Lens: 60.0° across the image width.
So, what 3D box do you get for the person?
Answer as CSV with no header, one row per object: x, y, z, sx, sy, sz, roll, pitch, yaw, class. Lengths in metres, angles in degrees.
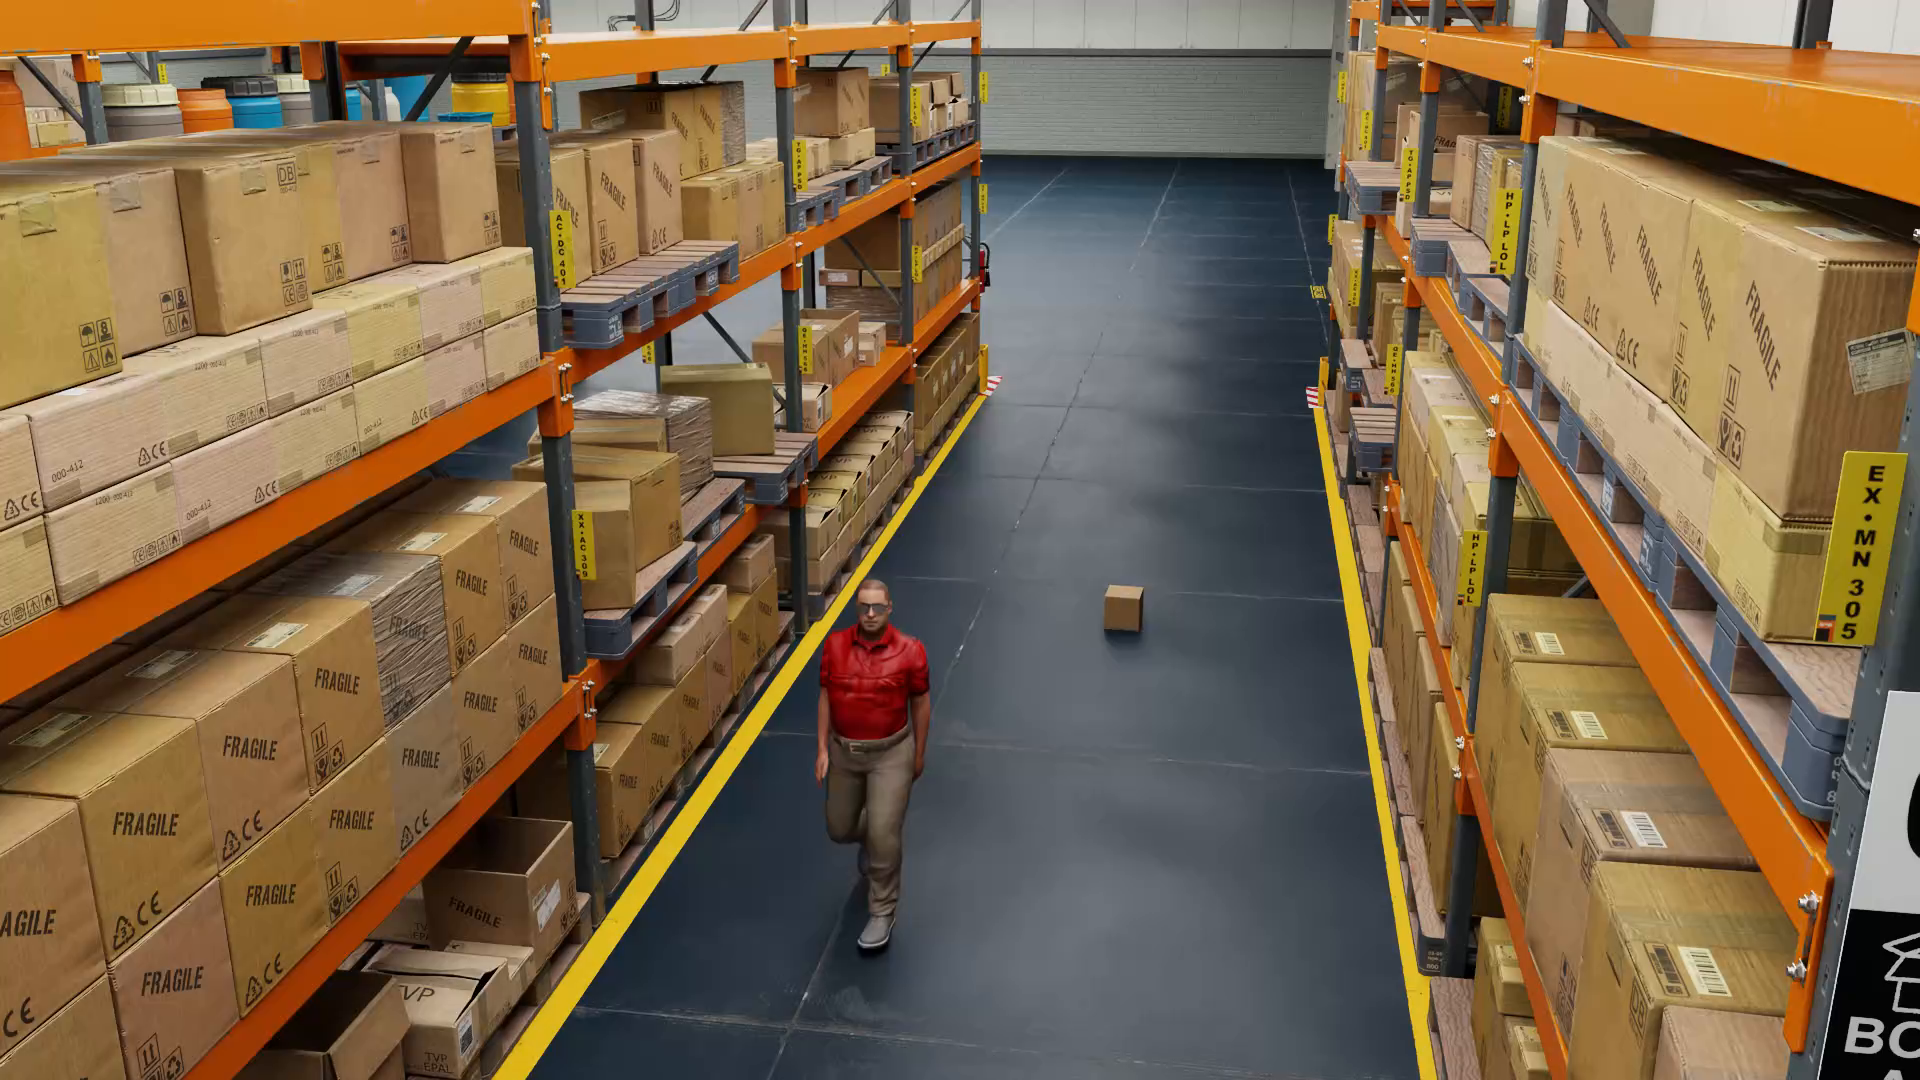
-0.413,1.000,7.923,0.524,1.693,0.815,5,18,15,person
